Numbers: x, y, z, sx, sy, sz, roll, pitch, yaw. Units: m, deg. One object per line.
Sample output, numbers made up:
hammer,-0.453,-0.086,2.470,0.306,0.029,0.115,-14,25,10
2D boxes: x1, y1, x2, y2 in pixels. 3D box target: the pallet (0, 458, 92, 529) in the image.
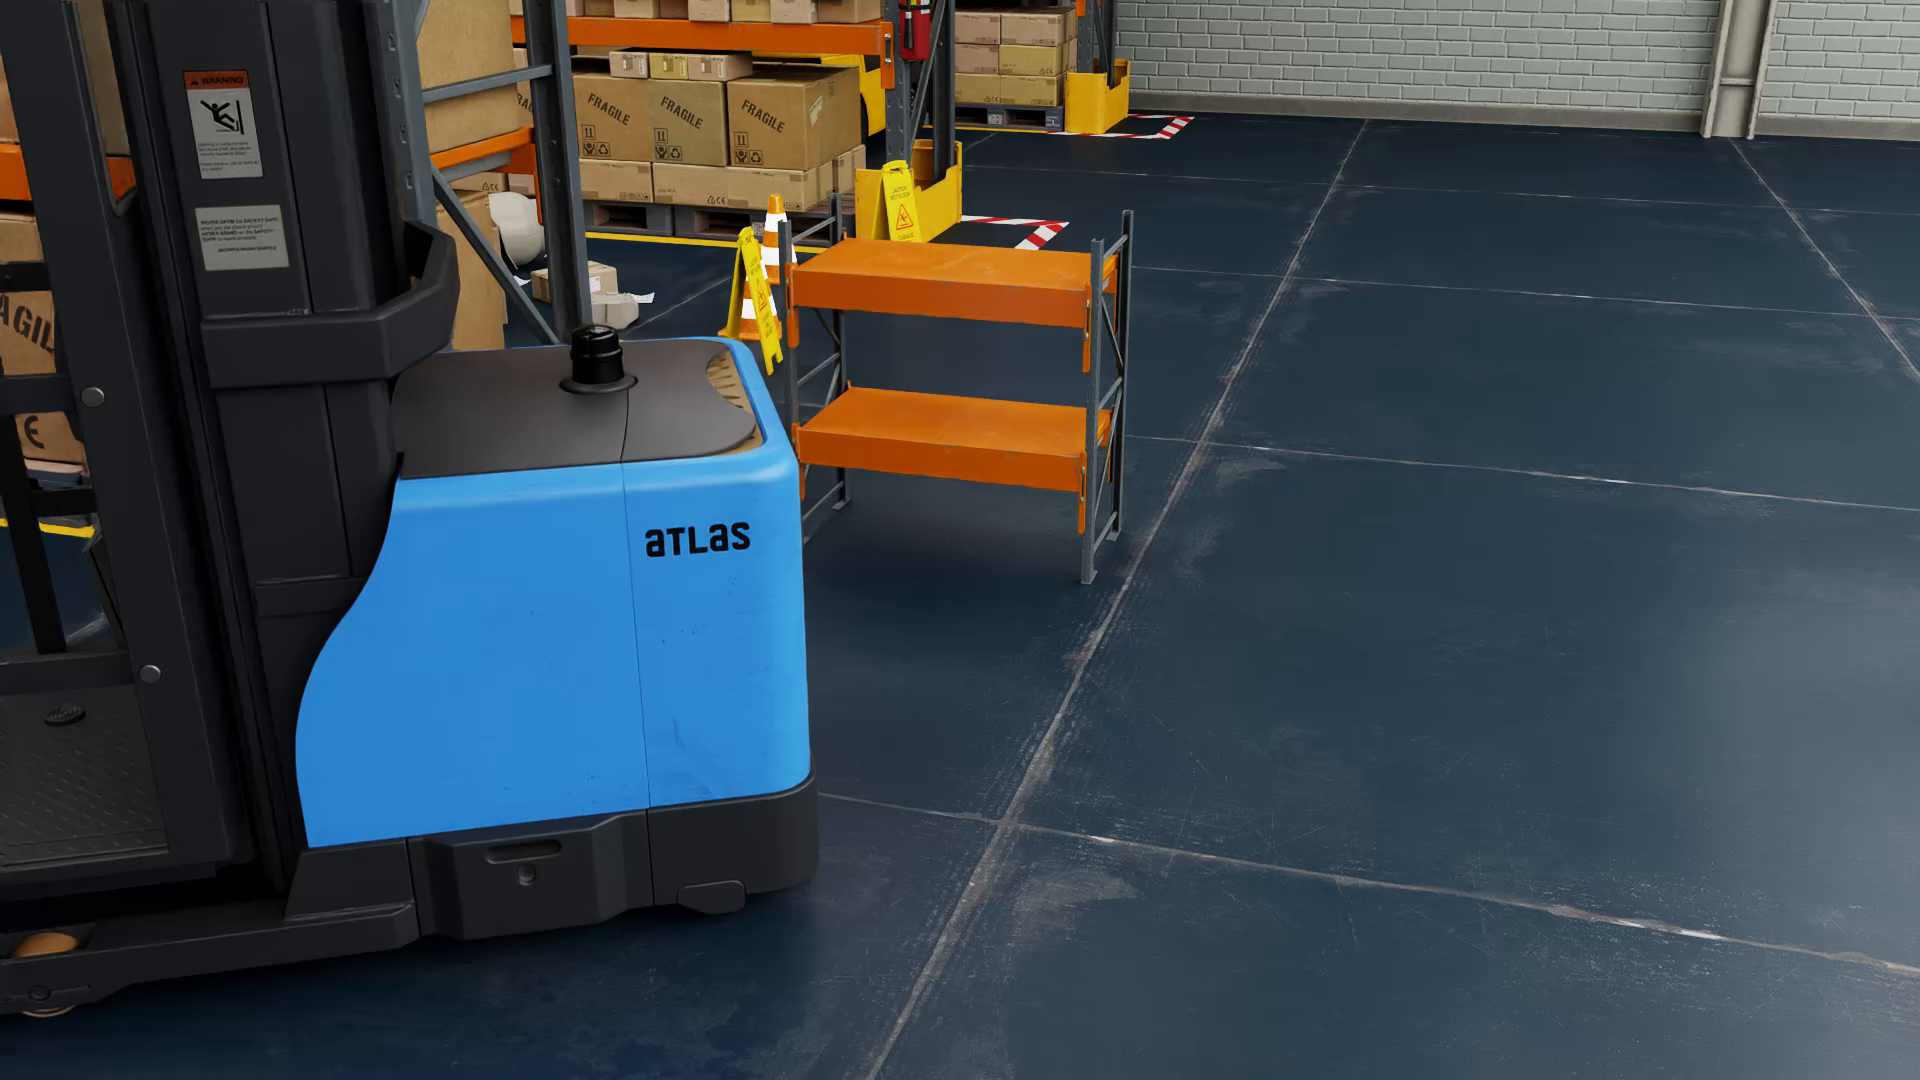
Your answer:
pallet,-3.519,-0.383,6.426,1.213,0.211,1.003,7,23,15

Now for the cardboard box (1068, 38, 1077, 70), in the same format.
cardboard box,0.807,-4.373,14.890,0.500,0.250,0.500,7,23,16

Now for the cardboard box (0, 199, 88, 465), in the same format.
cardboard box,-3.078,-0.837,6.104,0.875,0.875,0.875,6,23,15

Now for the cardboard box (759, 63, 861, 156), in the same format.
cardboard box,-0.949,-2.750,10.602,0.500,0.500,0.500,6,23,14

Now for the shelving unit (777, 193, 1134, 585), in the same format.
shelving unit,-0.006,-0.521,5.558,1.048,1.125,0.538,7,23,16

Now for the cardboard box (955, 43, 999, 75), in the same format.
cardboard box,0.164,-4.245,14.578,0.500,0.250,0.500,6,23,15

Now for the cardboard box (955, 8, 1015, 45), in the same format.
cardboard box,0.175,-4.469,14.464,0.500,0.250,0.500,7,23,16

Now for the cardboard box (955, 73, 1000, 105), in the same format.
cardboard box,0.182,-4.010,14.663,0.500,0.250,0.500,7,23,15

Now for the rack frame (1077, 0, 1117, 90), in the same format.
rack frame,1.197,-5.093,14.234,0.127,3.000,1.000,7,23,16

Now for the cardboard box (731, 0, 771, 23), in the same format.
cardboard box,-1.167,-3.160,9.851,0.250,0.149,0.380,6,23,15

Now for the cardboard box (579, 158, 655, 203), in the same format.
cardboard box,-2.081,-2.317,10.536,0.500,0.250,0.500,6,23,14

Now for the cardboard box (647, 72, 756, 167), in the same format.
cardboard box,-1.576,-2.607,10.255,0.500,0.500,0.500,7,23,17

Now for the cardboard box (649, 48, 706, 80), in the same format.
cardboard box,-1.686,-2.896,10.104,0.250,0.149,0.380,7,23,16

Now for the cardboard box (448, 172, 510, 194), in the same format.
cardboard box,-3.062,-2.433,10.818,0.500,0.250,0.500,8,24,19

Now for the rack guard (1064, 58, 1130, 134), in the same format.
rack guard,1.220,-3.934,14.702,0.348,0.500,1.175,7,23,16

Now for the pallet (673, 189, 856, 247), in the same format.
pallet,-1.074,-2.109,10.634,1.213,0.211,1.003,7,23,16

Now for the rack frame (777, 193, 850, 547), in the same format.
rack frame,-0.493,-0.577,5.694,0.032,1.125,0.500,7,23,16

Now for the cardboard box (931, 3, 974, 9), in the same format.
cardboard box,-0.164,-4.711,15.056,0.500,0.250,0.500,6,23,15

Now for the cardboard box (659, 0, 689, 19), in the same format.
cardboard box,-1.627,-3.256,10.086,0.250,0.149,0.380,7,23,16

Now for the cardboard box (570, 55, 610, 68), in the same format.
cardboard box,-2.443,-2.919,11.015,0.500,0.500,0.500,8,24,18

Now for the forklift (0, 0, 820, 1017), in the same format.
forklift,-1.892,-0.586,3.336,3.031,2.935,1.130,-5,23,-12

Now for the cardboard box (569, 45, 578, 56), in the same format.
cardboard box,-3.876,-4.768,16.017,0.625,0.625,0.875,6,23,15

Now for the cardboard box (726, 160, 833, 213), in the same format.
cardboard box,-1.108,-2.205,10.262,0.500,0.250,0.500,6,23,15

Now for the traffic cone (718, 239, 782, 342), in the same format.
traffic cone,-1.013,-1.253,8.216,0.334,0.463,0.336,7,23,16

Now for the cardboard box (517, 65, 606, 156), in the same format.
cardboard box,-2.564,-2.722,10.535,0.500,0.500,0.500,8,24,18

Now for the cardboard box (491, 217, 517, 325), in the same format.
cardboard box,-2.646,-1.407,8.537,0.637,0.503,0.797,-9,24,-21

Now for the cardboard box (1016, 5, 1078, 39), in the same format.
cardboard box,0.791,-4.599,14.782,0.500,0.250,0.500,6,23,15

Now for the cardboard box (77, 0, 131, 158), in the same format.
cardboard box,-2.468,-1.626,5.583,0.550,0.550,0.875,7,23,16

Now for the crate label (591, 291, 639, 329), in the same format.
crate label,-1.783,-1.166,8.433,0.298,0.136,0.250,-5,23,-12

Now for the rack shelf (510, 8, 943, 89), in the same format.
rack shelf,-2.148,-3.176,10.507,4.000,0.370,1.077,7,23,16

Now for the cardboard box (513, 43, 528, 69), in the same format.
cardboard box,-2.722,-3.014,10.393,0.250,0.149,0.380,8,24,19

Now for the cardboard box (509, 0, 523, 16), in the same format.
cardboard box,-2.632,-3.317,10.234,0.250,0.149,0.380,7,23,16

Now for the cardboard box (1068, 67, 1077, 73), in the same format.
cardboard box,0.783,-4.140,14.980,0.500,0.250,0.500,7,23,16

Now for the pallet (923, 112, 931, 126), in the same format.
pallet,-0.712,-4.006,15.258,1.213,0.211,1.003,7,23,15

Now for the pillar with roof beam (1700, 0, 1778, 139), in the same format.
pillar with roof beam,5.291,-6.050,8.663,0.400,9.000,9.100,7,23,16

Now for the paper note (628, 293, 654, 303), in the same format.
paper note,-1.713,-1.296,8.889,0.142,0.019,0.148,-1,22,-3

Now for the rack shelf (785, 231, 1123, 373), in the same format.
rack shelf,-0.006,-0.792,5.447,1.000,0.278,0.538,7,23,16

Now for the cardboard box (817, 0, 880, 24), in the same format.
cardboard box,-0.653,-3.136,9.794,0.250,0.149,0.380,7,23,17

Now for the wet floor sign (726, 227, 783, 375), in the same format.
wet floor sign,-0.967,-1.107,7.617,0.232,0.644,0.267,3,22,6

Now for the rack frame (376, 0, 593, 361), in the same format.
rack frame,-1.566,-1.480,5.425,0.127,3.000,1.000,7,23,16

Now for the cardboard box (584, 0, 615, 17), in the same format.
cardboard box,-2.111,-3.311,10.220,0.250,0.149,0.380,7,23,16

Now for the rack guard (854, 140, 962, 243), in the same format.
rack guard,-0.306,-2.141,10.331,0.348,0.500,1.175,7,23,16
